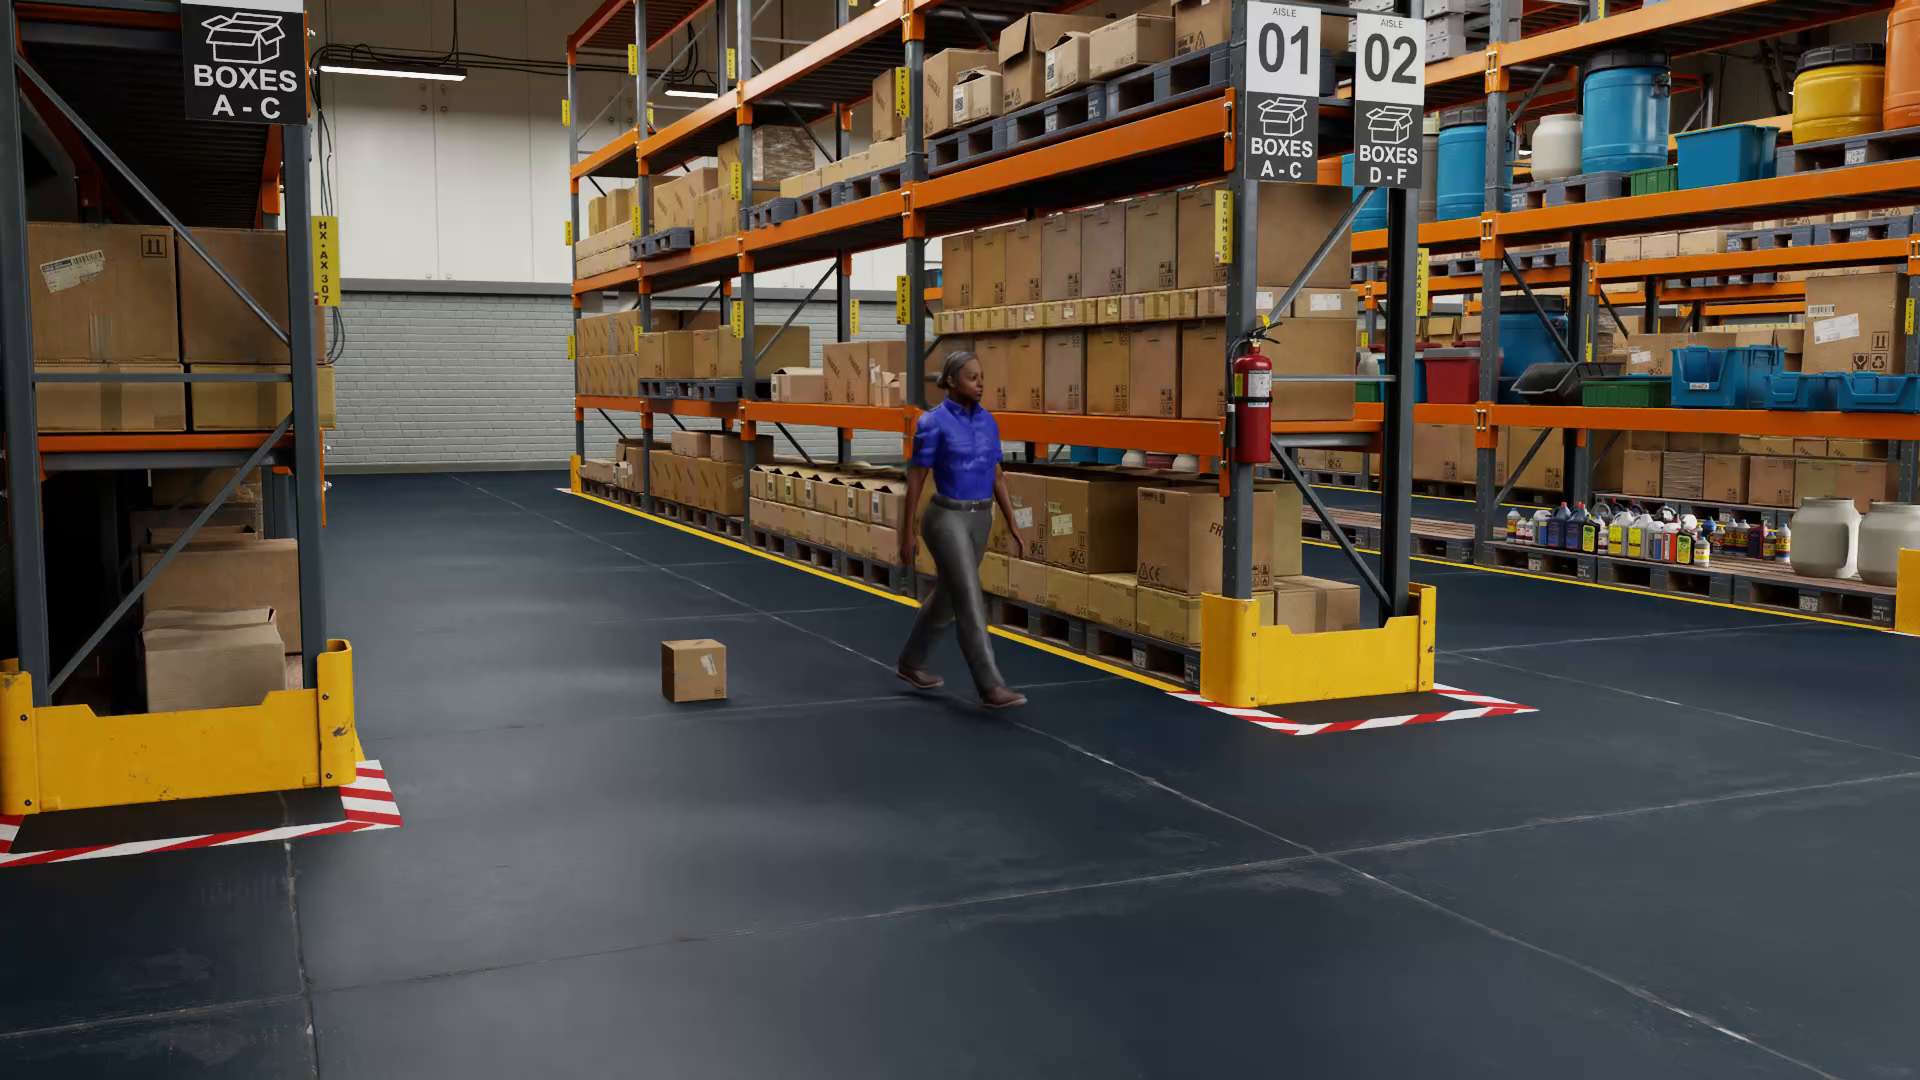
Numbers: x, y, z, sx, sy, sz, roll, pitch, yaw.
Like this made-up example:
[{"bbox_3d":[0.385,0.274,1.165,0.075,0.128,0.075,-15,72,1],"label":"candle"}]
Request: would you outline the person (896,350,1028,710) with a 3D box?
[{"bbox_3d":[0.032,-0.064,7.612,0.498,1.604,0.966,-5,8,-44],"label":"person"}]
